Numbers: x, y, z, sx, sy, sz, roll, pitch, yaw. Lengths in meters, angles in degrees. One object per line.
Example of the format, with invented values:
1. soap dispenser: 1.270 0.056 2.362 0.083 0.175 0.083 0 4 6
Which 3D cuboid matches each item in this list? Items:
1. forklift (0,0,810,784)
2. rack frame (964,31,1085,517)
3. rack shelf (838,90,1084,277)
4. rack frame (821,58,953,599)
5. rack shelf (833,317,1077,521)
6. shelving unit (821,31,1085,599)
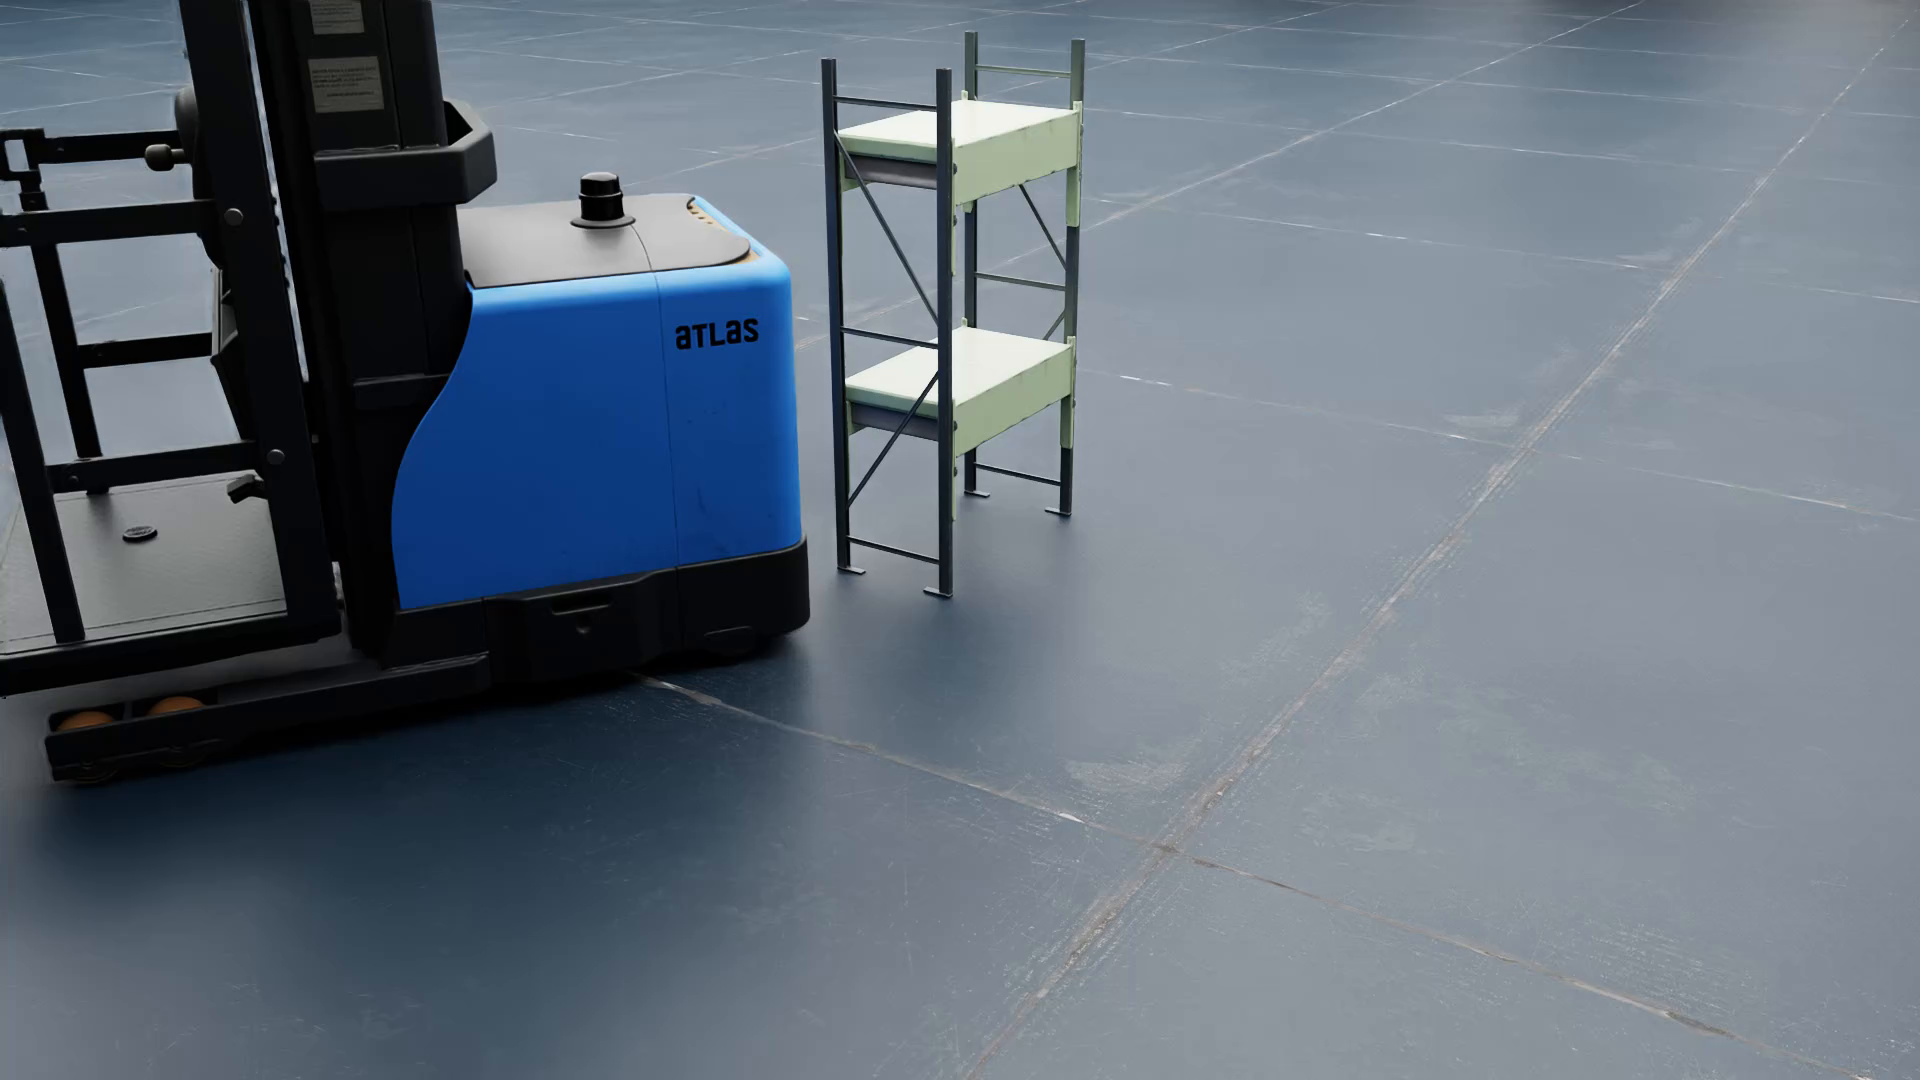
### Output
1. forklift: -1.981 -1.008 3.888 3.031 2.935 1.130 -9 25 -20
2. rack frame: 0.190 -0.810 5.232 0.400 1.500 0.023 14 27 29
3. rack shelf: -0.003 -1.044 4.792 0.431 0.370 0.720 14 27 29
4. rack frame: -0.197 -0.562 4.661 0.400 1.500 0.023 14 27 29
5. rack shelf: -0.004 -0.387 5.076 0.431 0.370 0.720 14 27 29
6. shelving unit: -0.004 -0.686 4.947 0.431 1.500 0.755 14 27 29
